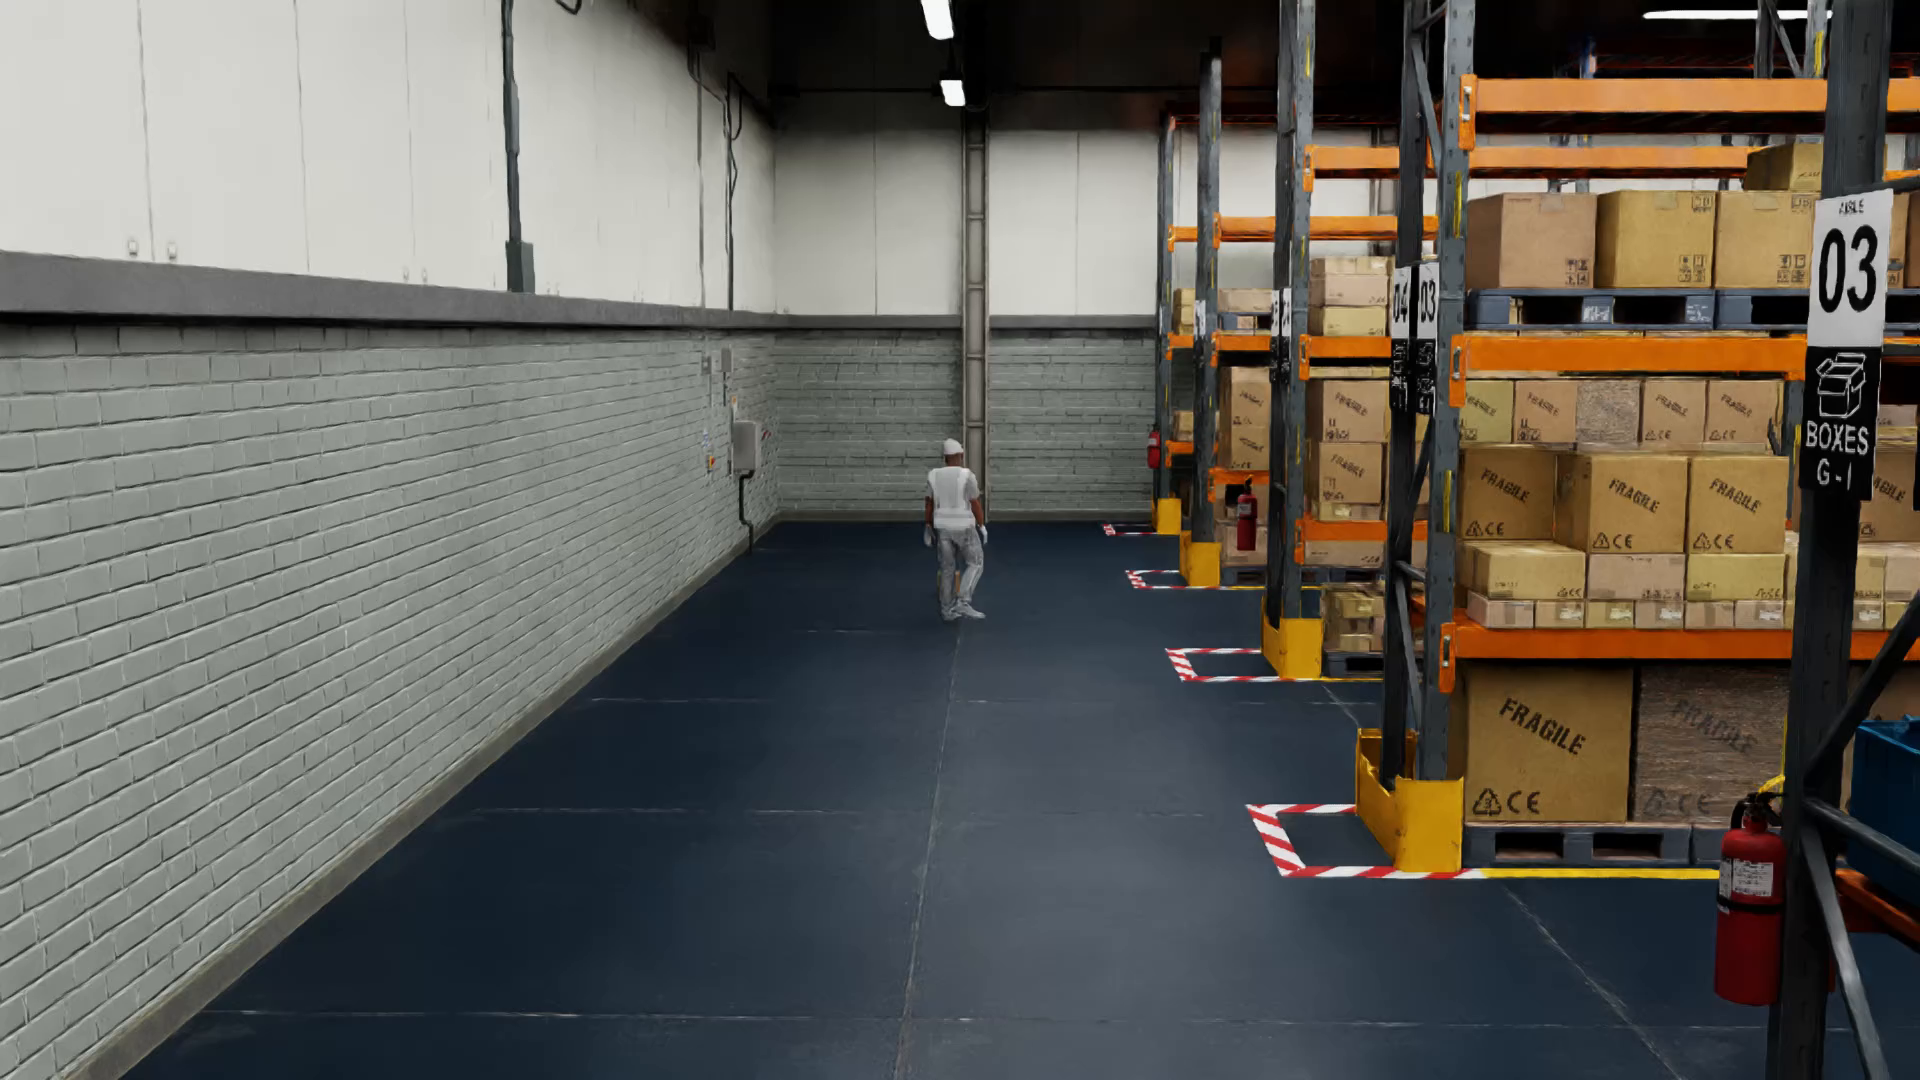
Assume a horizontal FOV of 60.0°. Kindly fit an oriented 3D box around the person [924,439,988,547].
[{"bbox_3d":[-0.037,-0.459,16.367,0.612,1.069,0.342,4,8,29],"label":"person"}]
